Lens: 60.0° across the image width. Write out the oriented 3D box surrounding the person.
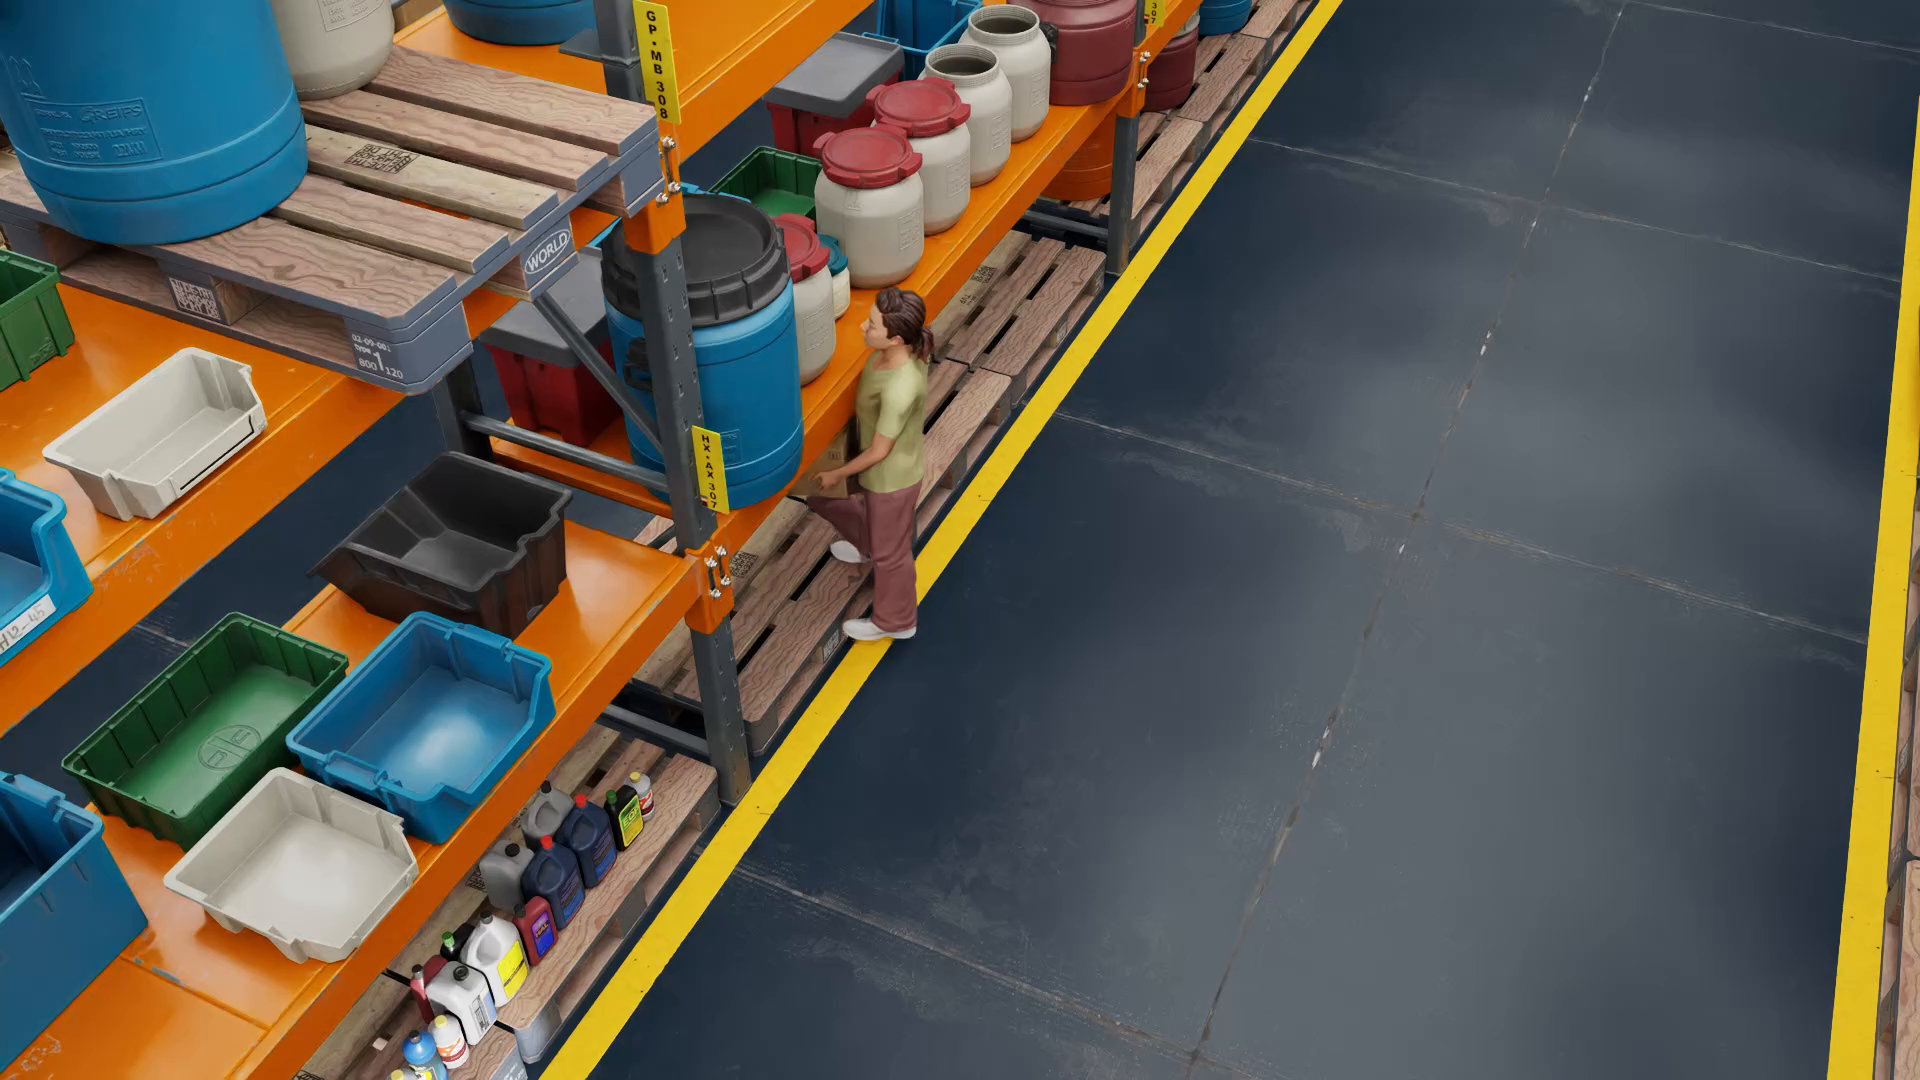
[{"bbox_3d":[-0.352,-0.276,6.459,0.550,1.678,0.484,-1,42,-1],"label":"person"}]
